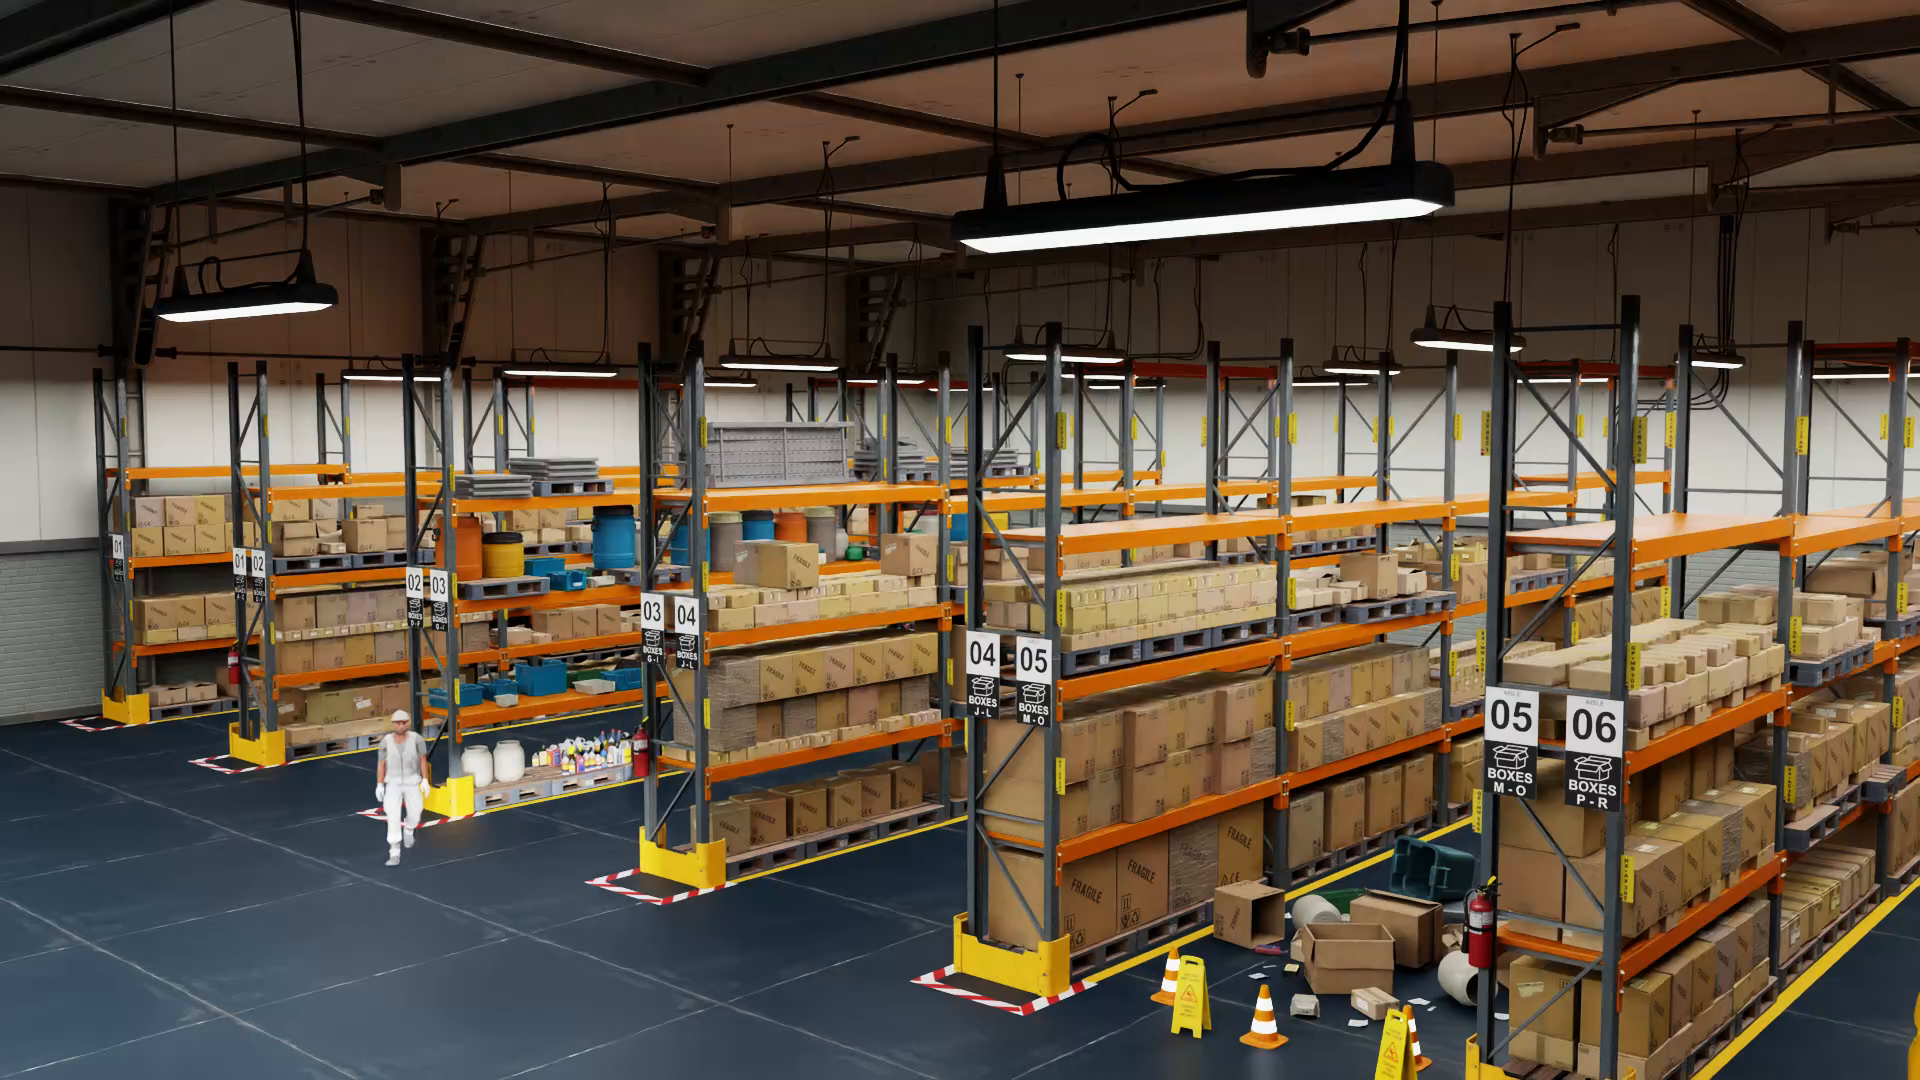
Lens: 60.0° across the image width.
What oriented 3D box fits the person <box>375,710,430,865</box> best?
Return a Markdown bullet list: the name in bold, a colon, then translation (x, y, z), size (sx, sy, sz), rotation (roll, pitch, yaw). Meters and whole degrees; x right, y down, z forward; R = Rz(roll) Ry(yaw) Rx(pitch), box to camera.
- **person**: translation (-6.516, 2.852, 19.445), size (0.614, 1.764, 0.928), rotation (-1, 4, -17)
